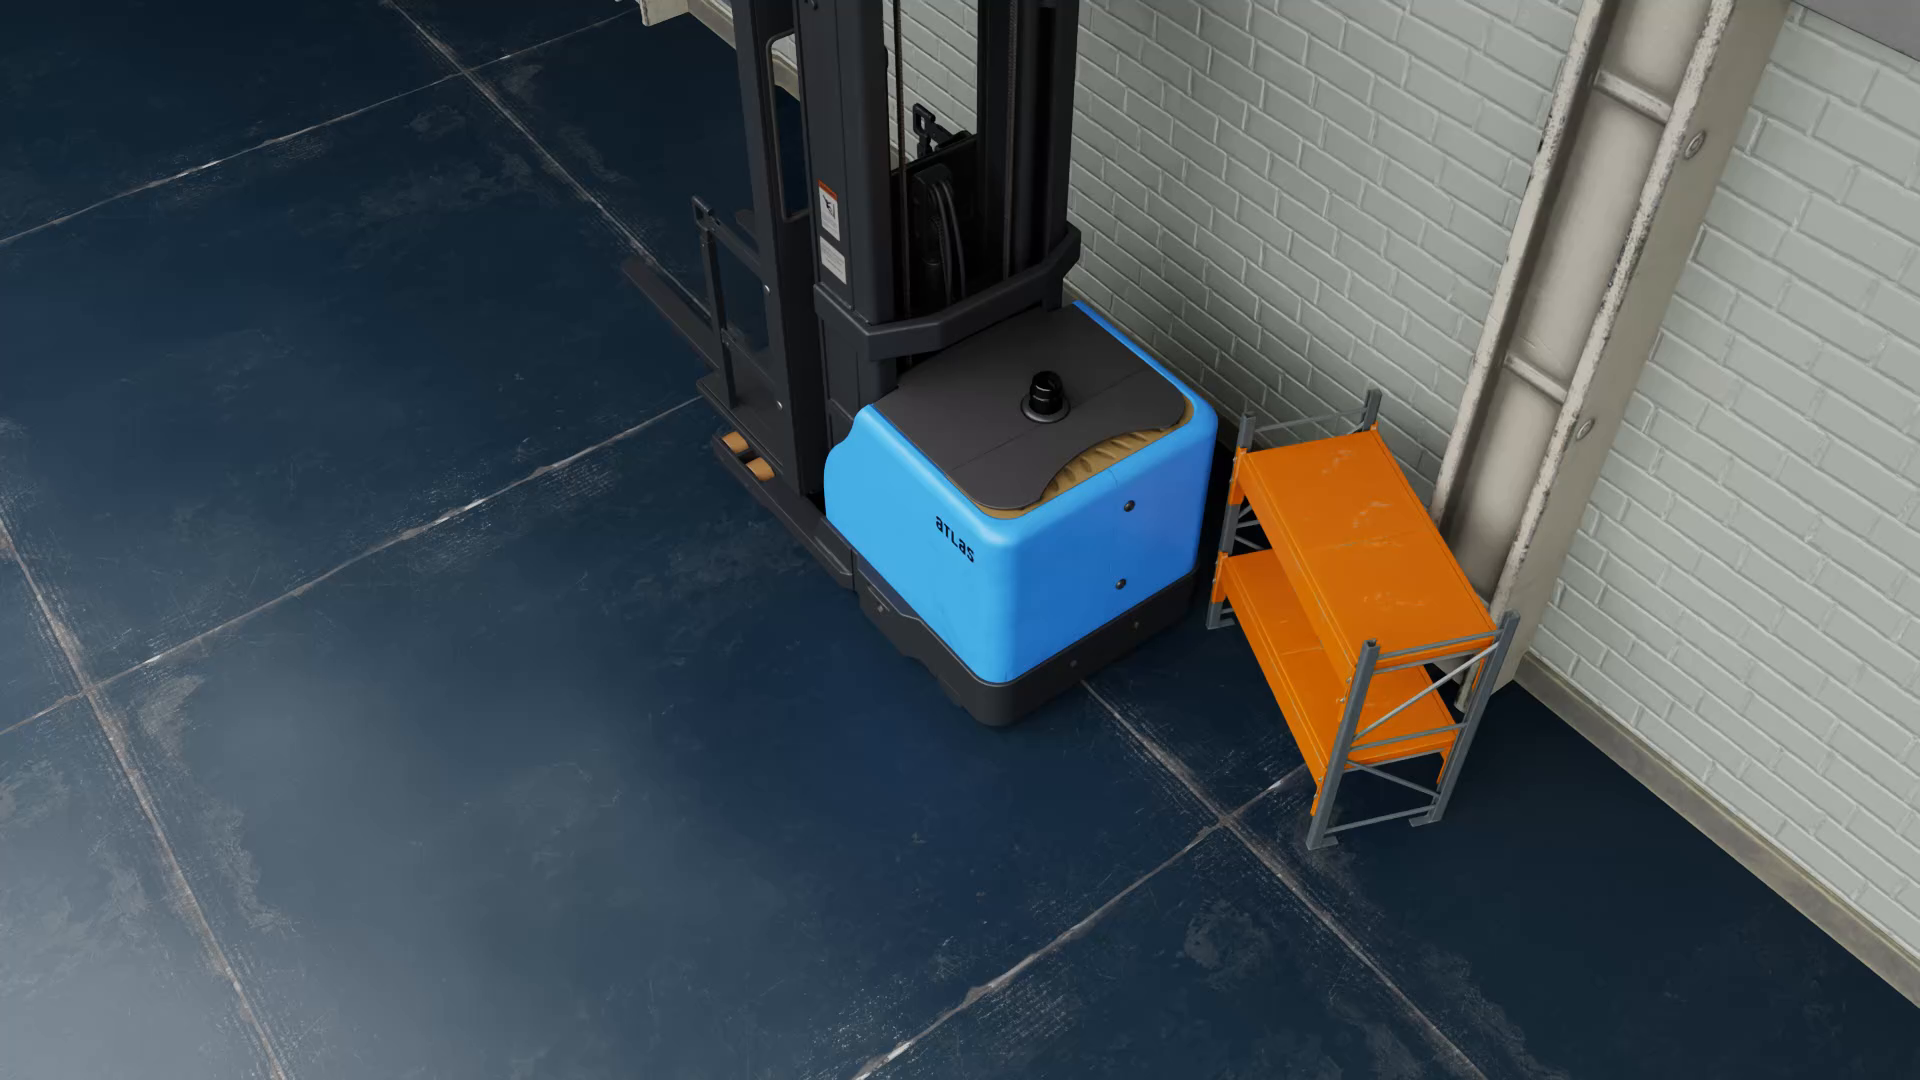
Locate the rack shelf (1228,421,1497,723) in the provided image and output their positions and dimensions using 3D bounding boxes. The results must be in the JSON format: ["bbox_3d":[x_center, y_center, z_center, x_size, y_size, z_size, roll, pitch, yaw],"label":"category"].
[{"bbox_3d":[1.324,0.082,5.520,0.538,0.278,1.000,-11,49,-10],"label":"rack shelf"}]

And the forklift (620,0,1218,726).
[{"bbox_3d":[-0.378,-1.358,6.001,1.130,2.935,3.031,-29,54,-24],"label":"forklift"}]

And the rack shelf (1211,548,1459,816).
[{"bbox_3d":[1.324,0.443,5.918,0.538,0.278,1.000,-11,49,-10],"label":"rack shelf"}]

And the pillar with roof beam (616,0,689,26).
[{"bbox_3d":[-5.187,-4.170,4.455,9.100,9.000,0.400,-29,54,-24],"label":"pillar with roof beam"}]

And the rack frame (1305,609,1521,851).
[{"bbox_3d":[1.449,0.644,5.406,0.500,1.125,0.032,-11,49,-10],"label":"rack frame"}]

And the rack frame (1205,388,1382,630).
[{"bbox_3d":[1.198,-0.086,6.068,0.500,1.125,0.032,-11,49,-10],"label":"rack frame"}]

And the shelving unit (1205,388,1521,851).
[{"bbox_3d":[1.324,0.279,5.737,0.538,1.125,1.048,-11,49,-10],"label":"shelving unit"}]

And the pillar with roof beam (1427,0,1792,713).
[{"bbox_3d":[-1.554,-0.632,1.248,9.100,9.000,0.400,-29,54,-24],"label":"pillar with roof beam"}]
